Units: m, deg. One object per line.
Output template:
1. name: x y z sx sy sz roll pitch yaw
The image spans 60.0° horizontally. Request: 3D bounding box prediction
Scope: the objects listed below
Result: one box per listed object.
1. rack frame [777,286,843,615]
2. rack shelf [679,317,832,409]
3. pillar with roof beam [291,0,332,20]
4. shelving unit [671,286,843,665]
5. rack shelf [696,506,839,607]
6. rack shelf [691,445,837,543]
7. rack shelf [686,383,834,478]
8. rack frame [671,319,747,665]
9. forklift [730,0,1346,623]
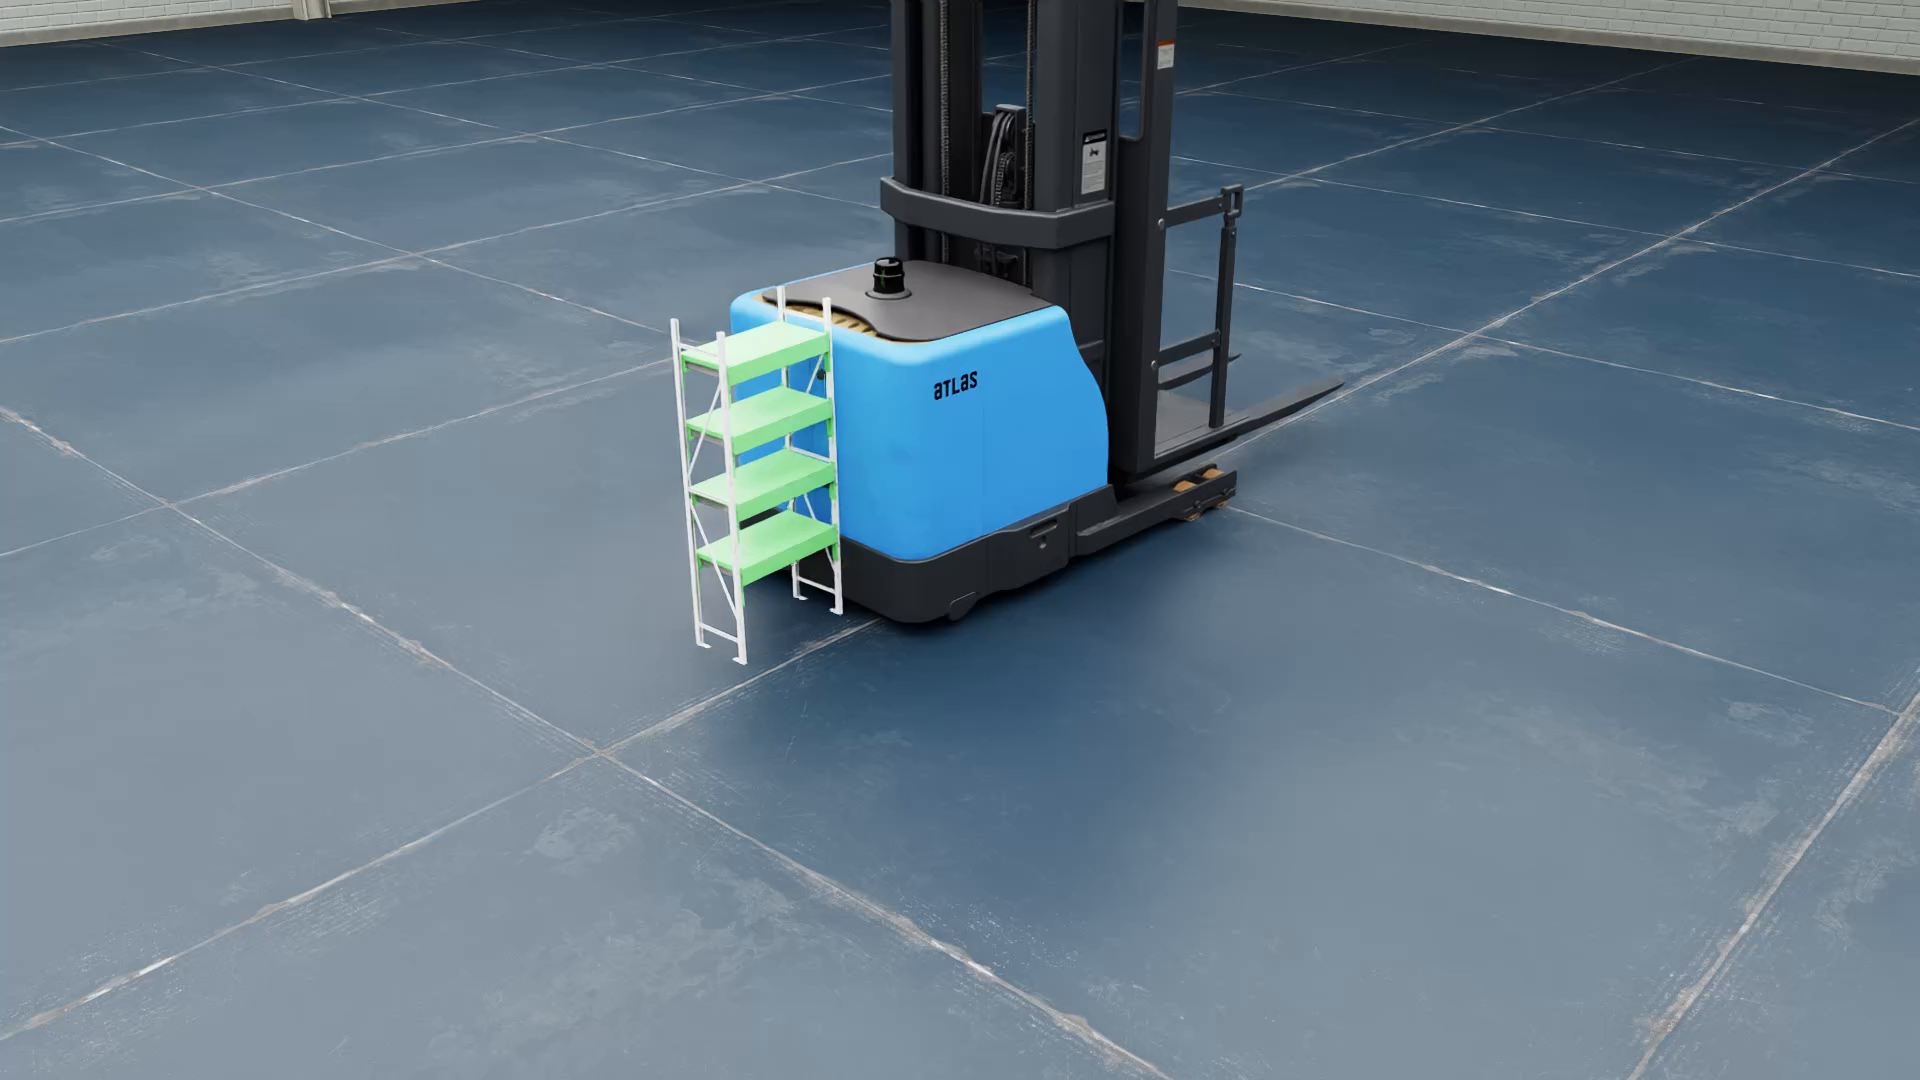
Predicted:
1. rack frame: -0.533 -0.302 5.945 0.240 1.200 0.015 19 31 35
2. rack shelf: -0.690 -0.601 5.601 0.258 0.148 0.480 19 31 35
3. pillar with roof beam: -5.562 -10.002 18.059 9.100 9.000 0.400 20 31 38
4. shelving unit: -0.688 -0.223 5.775 0.258 1.200 0.503 19 31 35
5. rack shelf: -0.686 0.053 5.901 0.258 0.148 0.480 19 31 35
6. rack shelf: -0.688 -0.165 5.801 0.258 0.148 0.480 19 31 35
7. rack shelf: -0.689 -0.383 5.701 0.258 0.148 0.480 19 31 35
8. rack frame: -0.843 -0.144 5.604 0.240 1.200 0.015 19 31 35
9. forklift: 0.530 -1.547 6.619 1.130 2.935 3.031 22 32 40
